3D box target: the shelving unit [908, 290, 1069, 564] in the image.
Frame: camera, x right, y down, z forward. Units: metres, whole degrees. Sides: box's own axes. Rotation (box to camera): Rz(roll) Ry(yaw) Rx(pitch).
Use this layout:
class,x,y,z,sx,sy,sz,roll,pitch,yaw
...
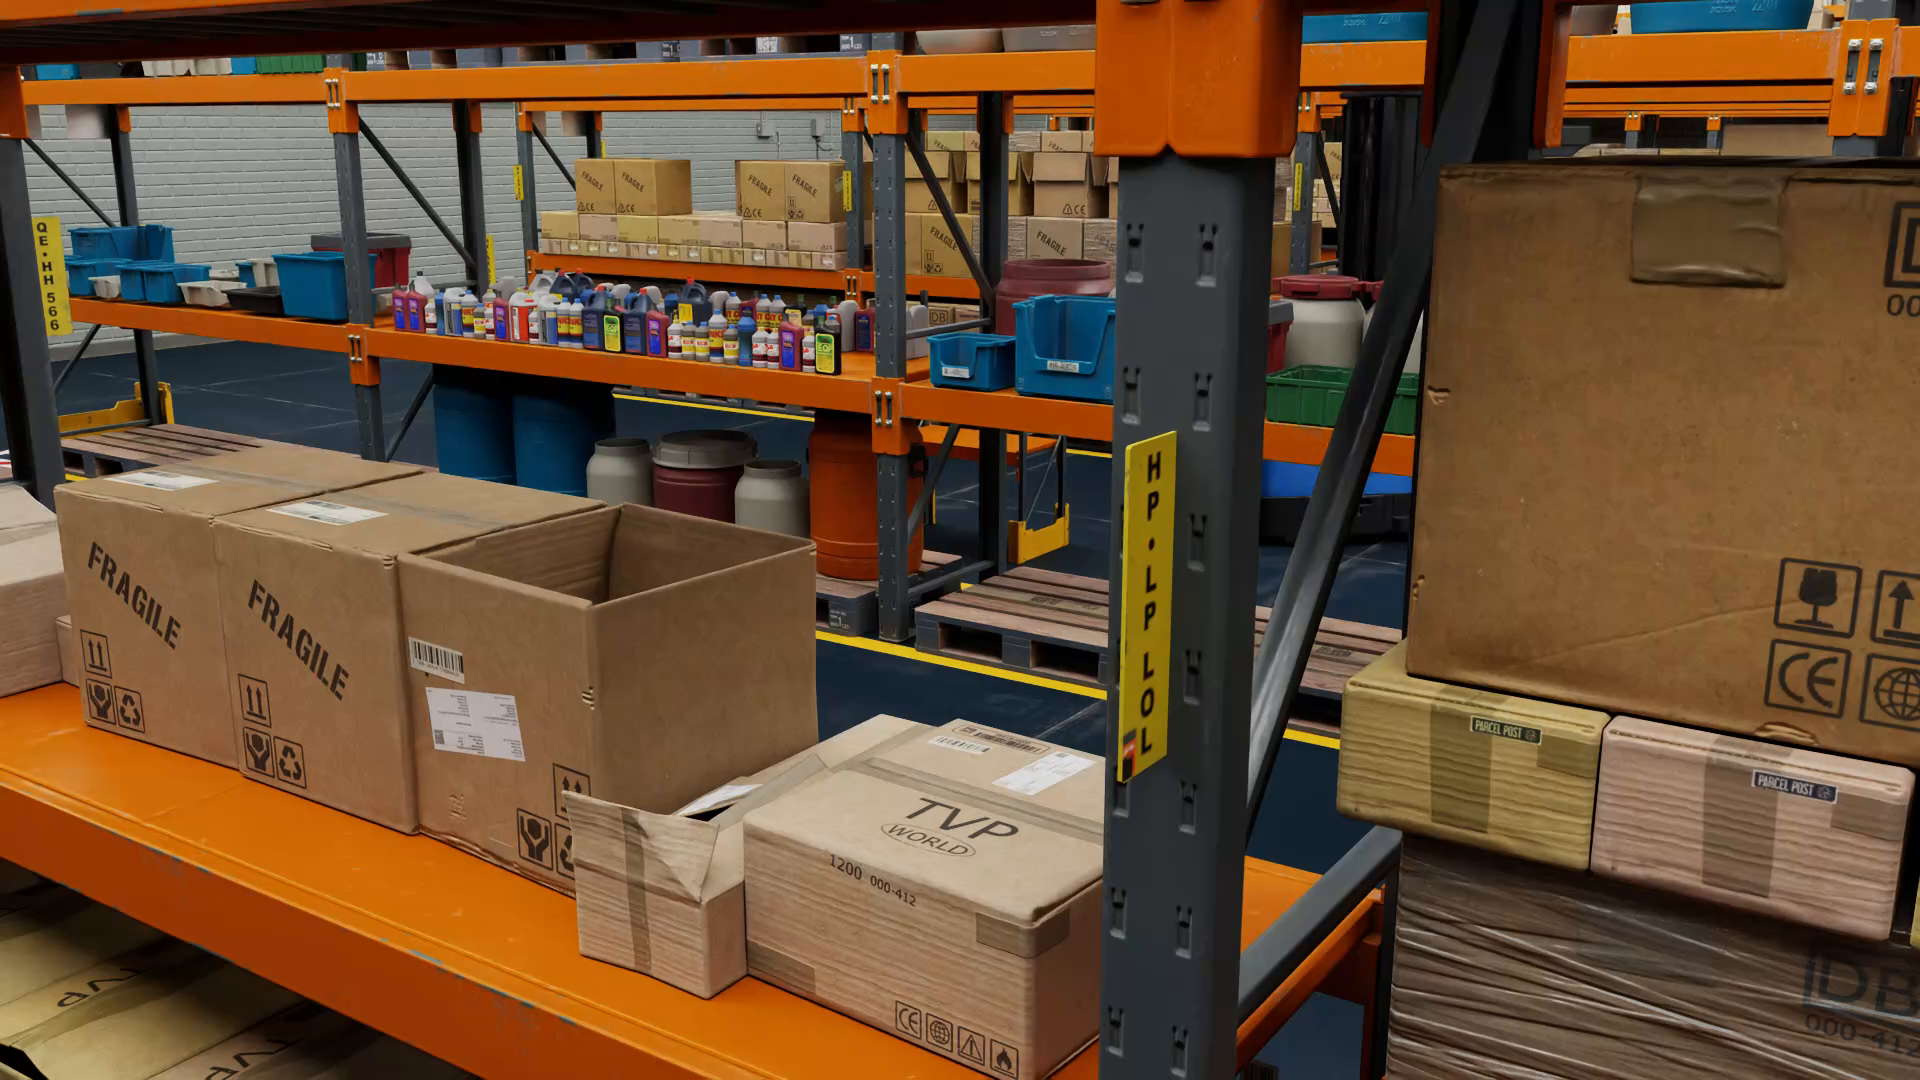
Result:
class,x,y,z,sx,sy,sz,roll,pitch,yaw
shelving unit,0.063,-0.718,10.102,1.083,1.500,0.587,9,17,33

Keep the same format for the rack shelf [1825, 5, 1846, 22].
class,x,y,z,sx,sy,sz,roll,pitch,yaw
rack shelf,12.644,-7.100,22.607,4.000,0.370,1.077,9,17,33

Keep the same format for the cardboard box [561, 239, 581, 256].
class,x,y,z,sx,sy,sz,roll,pitch,yaw
cardboard box,-3.627,-2.837,16.063,0.250,0.149,0.380,9,16,32

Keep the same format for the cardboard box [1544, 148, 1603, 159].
class,x,y,z,sx,sy,sz,roll,pitch,yaw
cardboard box,5.906,-3.480,15.852,0.500,0.500,0.700,9,17,33

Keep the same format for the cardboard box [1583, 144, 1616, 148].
class,x,y,z,sx,sy,sz,roll,pitch,yaw
cardboard box,7.643,-4.560,20.214,0.500,0.500,0.500,9,16,31

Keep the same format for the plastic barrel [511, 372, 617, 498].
class,x,y,z,sx,sy,sz,roll,pitch,yaw
plastic barrel,-2.367,-0.596,9.982,0.708,0.901,0.600,9,17,33

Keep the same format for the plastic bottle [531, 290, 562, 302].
class,x,y,z,sx,sy,sz,roll,pitch,yaw
plastic bottle,-2.372,-1.290,9.551,0.135,0.276,0.152,9,17,33

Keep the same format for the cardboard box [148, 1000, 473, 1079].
class,x,y,z,sx,sy,sz,roll,pitch,yaw
cardboard box,-1.285,1.135,3.176,0.500,0.311,0.500,9,16,32

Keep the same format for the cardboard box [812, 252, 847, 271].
class,x,y,z,sx,sy,sz,roll,pitch,yaw
cardboard box,-1.068,-2.423,14.394,0.250,0.149,0.380,9,17,33

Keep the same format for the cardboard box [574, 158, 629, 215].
class,x,y,z,sx,sy,sz,roll,pitch,yaw
cardboard box,-3.289,-3.357,15.773,0.500,0.500,0.500,9,16,31

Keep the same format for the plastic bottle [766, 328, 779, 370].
class,x,y,z,sx,sy,sz,roll,pitch,yaw
plastic bottle,-0.928,-0.969,8.407,0.097,0.201,0.097,0,14,0

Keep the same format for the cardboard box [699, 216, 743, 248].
class,x,y,z,sx,sy,sz,roll,pitch,yaw
cardboard box,-2.000,-2.786,15.027,0.500,0.250,0.500,10,17,34

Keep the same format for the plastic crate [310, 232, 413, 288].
class,x,y,z,sx,sy,sz,roll,pitch,yaw
plastic crate,-3.997,-1.812,11.143,0.583,0.464,0.402,9,17,33

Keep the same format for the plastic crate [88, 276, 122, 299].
class,x,y,z,sx,sy,sz,roll,pitch,yaw
plastic crate,-5.912,-1.771,11.657,0.298,0.136,0.250,9,17,33

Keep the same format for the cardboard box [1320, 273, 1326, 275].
class,x,y,z,sx,sy,sz,roll,pitch,yaw
cardboard box,3.844,-2.711,17.798,0.500,0.250,0.500,8,16,30

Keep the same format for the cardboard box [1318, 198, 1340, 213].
class,x,y,z,sx,sy,sz,roll,pitch,yaw
cardboard box,3.803,-3.383,16.777,0.250,0.149,0.380,10,17,34

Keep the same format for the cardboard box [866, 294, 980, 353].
class,x,y,z,sx,sy,sz,roll,pitch,yaw
cardboard box,-0.090,-1.660,14.336,0.875,0.875,1.225,9,17,33

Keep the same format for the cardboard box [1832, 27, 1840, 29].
class,x,y,z,sx,sy,sz,roll,pitch,yaw
cardboard box,7.711,-4.230,14.155,0.500,0.250,0.500,9,17,32

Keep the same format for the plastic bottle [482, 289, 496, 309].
class,x,y,z,sx,sy,sz,roll,pitch,yaw
plastic bottle,-2.943,-1.470,10.433,0.097,0.201,0.097,0,14,0

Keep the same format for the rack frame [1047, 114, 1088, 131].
class,x,y,z,sx,sy,sz,roll,pitch,yaw
rack frame,1.579,-5.082,24.611,0.127,3.000,1.000,9,17,33

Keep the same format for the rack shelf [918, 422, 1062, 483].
class,x,y,z,sx,sy,sz,roll,pitch,yaw
rack shelf,0.071,-0.542,10.140,1.000,0.185,0.538,9,17,33

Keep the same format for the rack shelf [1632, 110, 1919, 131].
class,x,y,z,sx,sy,sz,roll,pitch,yaw
rack shelf,9.877,-4.848,18.920,4.000,0.370,1.077,9,17,33

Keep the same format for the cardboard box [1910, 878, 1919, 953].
class,x,y,z,sx,sy,sz,roll,pitch,yaw
cardboard box,1.012,0.257,1.485,0.250,0.149,0.380,9,16,31

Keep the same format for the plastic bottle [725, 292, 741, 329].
class,x,y,z,sx,sy,sz,roll,pitch,yaw
plastic bottle,-1.295,-1.282,9.526,0.097,0.271,0.097,0,14,0

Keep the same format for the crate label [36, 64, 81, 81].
class,x,y,z,sx,sy,sz,roll,pitch,yaw
crate label,-6.130,-3.314,11.537,0.502,0.251,0.408,9,17,33

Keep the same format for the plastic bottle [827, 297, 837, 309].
class,x,y,z,sx,sy,sz,roll,pitch,yaw
plastic bottle,-0.726,-1.201,9.174,0.133,0.283,0.061,9,17,33

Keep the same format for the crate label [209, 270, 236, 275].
class,x,y,z,sx,sy,sz,roll,pitch,yaw
crate label,-5.461,-1.872,12.068,0.243,0.136,0.396,9,17,33

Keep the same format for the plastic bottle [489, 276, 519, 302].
class,x,y,z,sx,sy,sz,roll,pitch,yaw
plastic bottle,-2.889,-1.534,10.534,0.135,0.276,0.152,9,17,33

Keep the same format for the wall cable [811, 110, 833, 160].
class,x,y,z,sx,sy,sz,roll,pitch,yaw
wall cable,-2.331,-6.611,28.674,0.122,1.984,0.588,9,17,33

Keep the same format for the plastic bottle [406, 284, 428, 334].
class,x,y,z,sx,sy,sz,roll,pitch,yaw
plastic bottle,-3.220,-1.374,9.872,0.133,0.283,0.061,9,17,33

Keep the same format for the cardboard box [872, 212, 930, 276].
class,x,y,z,sx,sy,sz,roll,pitch,yaw
cardboard box,-0.390,-2.507,13.999,0.500,0.500,0.500,9,17,33

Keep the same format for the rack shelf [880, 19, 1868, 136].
class,x,y,z,sx,sy,sz,roll,pitch,yaw
rack shelf,1.582,-1.884,6.948,4.000,0.370,1.077,9,17,33

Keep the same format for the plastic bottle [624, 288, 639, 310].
class,x,y,z,sx,sy,sz,roll,pitch,yaw
plastic bottle,-1.918,-1.338,9.755,0.097,0.271,0.097,0,14,0

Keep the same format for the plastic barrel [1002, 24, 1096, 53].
class,x,y,z,sx,sy,sz,roll,pitch,yaw
plastic barrel,0.483,-2.592,7.265,0.600,0.901,0.600,0,14,0

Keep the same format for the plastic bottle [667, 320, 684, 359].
class,x,y,z,sx,sy,sz,roll,pitch,yaw
plastic bottle,-1.494,-1.060,8.776,0.097,0.201,0.097,0,14,0

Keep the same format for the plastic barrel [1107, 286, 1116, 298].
class,x,y,z,sx,sy,sz,roll,pitch,yaw
plastic barrel,0.895,-1.005,7.907,0.421,0.512,0.421,0,14,0

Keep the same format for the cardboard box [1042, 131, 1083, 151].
class,x,y,z,sx,sy,sz,roll,pitch,yaw
cardboard box,1.247,-4.301,18.547,0.500,0.500,0.500,9,16,31

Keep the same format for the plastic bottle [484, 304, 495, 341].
class,x,y,z,sx,sy,sz,roll,pitch,yaw
plastic bottle,-2.679,-1.252,9.550,0.097,0.201,0.097,0,14,0

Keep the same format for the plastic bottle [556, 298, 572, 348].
class,x,y,z,sx,sy,sz,roll,pitch,yaw
plastic bottle,-2.183,-1.205,9.218,0.097,0.271,0.097,0,14,0

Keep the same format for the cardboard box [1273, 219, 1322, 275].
class,x,y,z,sx,sy,sz,roll,pitch,yaw
cardboard box,2.435,-2.201,12.765,0.500,0.500,0.500,10,17,34

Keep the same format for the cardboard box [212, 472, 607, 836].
class,x,y,z,sx,sy,sz,roll,pitch,yaw
cardboard box,-1.007,0.185,3.125,0.500,0.500,0.500,9,17,33

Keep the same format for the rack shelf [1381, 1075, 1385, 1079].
class,x,y,z,sx,sy,sz,roll,pitch,yaw
rack shelf,2.134,1.095,1.154,4.000,0.370,1.077,9,17,33

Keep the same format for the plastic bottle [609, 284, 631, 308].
class,x,y,z,sx,sy,sz,roll,pitch,yaw
plastic bottle,-2.056,-1.399,9.990,0.135,0.276,0.152,9,17,33

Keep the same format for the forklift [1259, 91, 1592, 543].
class,x,y,z,sx,sy,sz,roll,pitch,yaw
forklift,3.205,-1.554,10.500,3.031,2.935,1.130,-2,14,-9

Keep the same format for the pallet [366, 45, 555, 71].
class,x,y,z,sx,sy,sz,roll,pitch,yaw
pallet,-2.692,-2.861,9.789,1.003,0.211,1.213,9,17,33

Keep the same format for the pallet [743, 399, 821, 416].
class,x,y,z,sx,sy,sz,roll,pitch,yaw
pallet,-1.220,-1.334,15.272,1.213,0.211,1.003,9,17,33

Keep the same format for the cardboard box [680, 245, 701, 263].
class,x,y,z,sx,sy,sz,roll,pitch,yaw
cardboard box,-2.345,-2.630,15.228,0.250,0.149,0.380,10,17,34

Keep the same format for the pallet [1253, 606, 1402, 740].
class,x,y,z,sx,sy,sz,roll,pitch,yaw
pallet,1.552,0.583,7.528,1.213,0.211,1.003,9,17,33

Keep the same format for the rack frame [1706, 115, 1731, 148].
class,x,y,z,sx,sy,sz,roll,pitch,yaw
rack frame,10.985,-5.000,24.277,0.127,3.000,1.000,9,17,33

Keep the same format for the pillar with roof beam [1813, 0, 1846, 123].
class,x,y,z,sx,sy,sz,roll,pitch,yaw
pillar with roof beam,10.167,-7.058,20.109,0.400,9.000,9.100,9,17,33

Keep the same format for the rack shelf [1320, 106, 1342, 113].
class,x,y,z,sx,sy,sz,roll,pitch,yaw
rack shelf,3.879,-4.384,17.045,4.000,0.370,1.077,9,17,33
